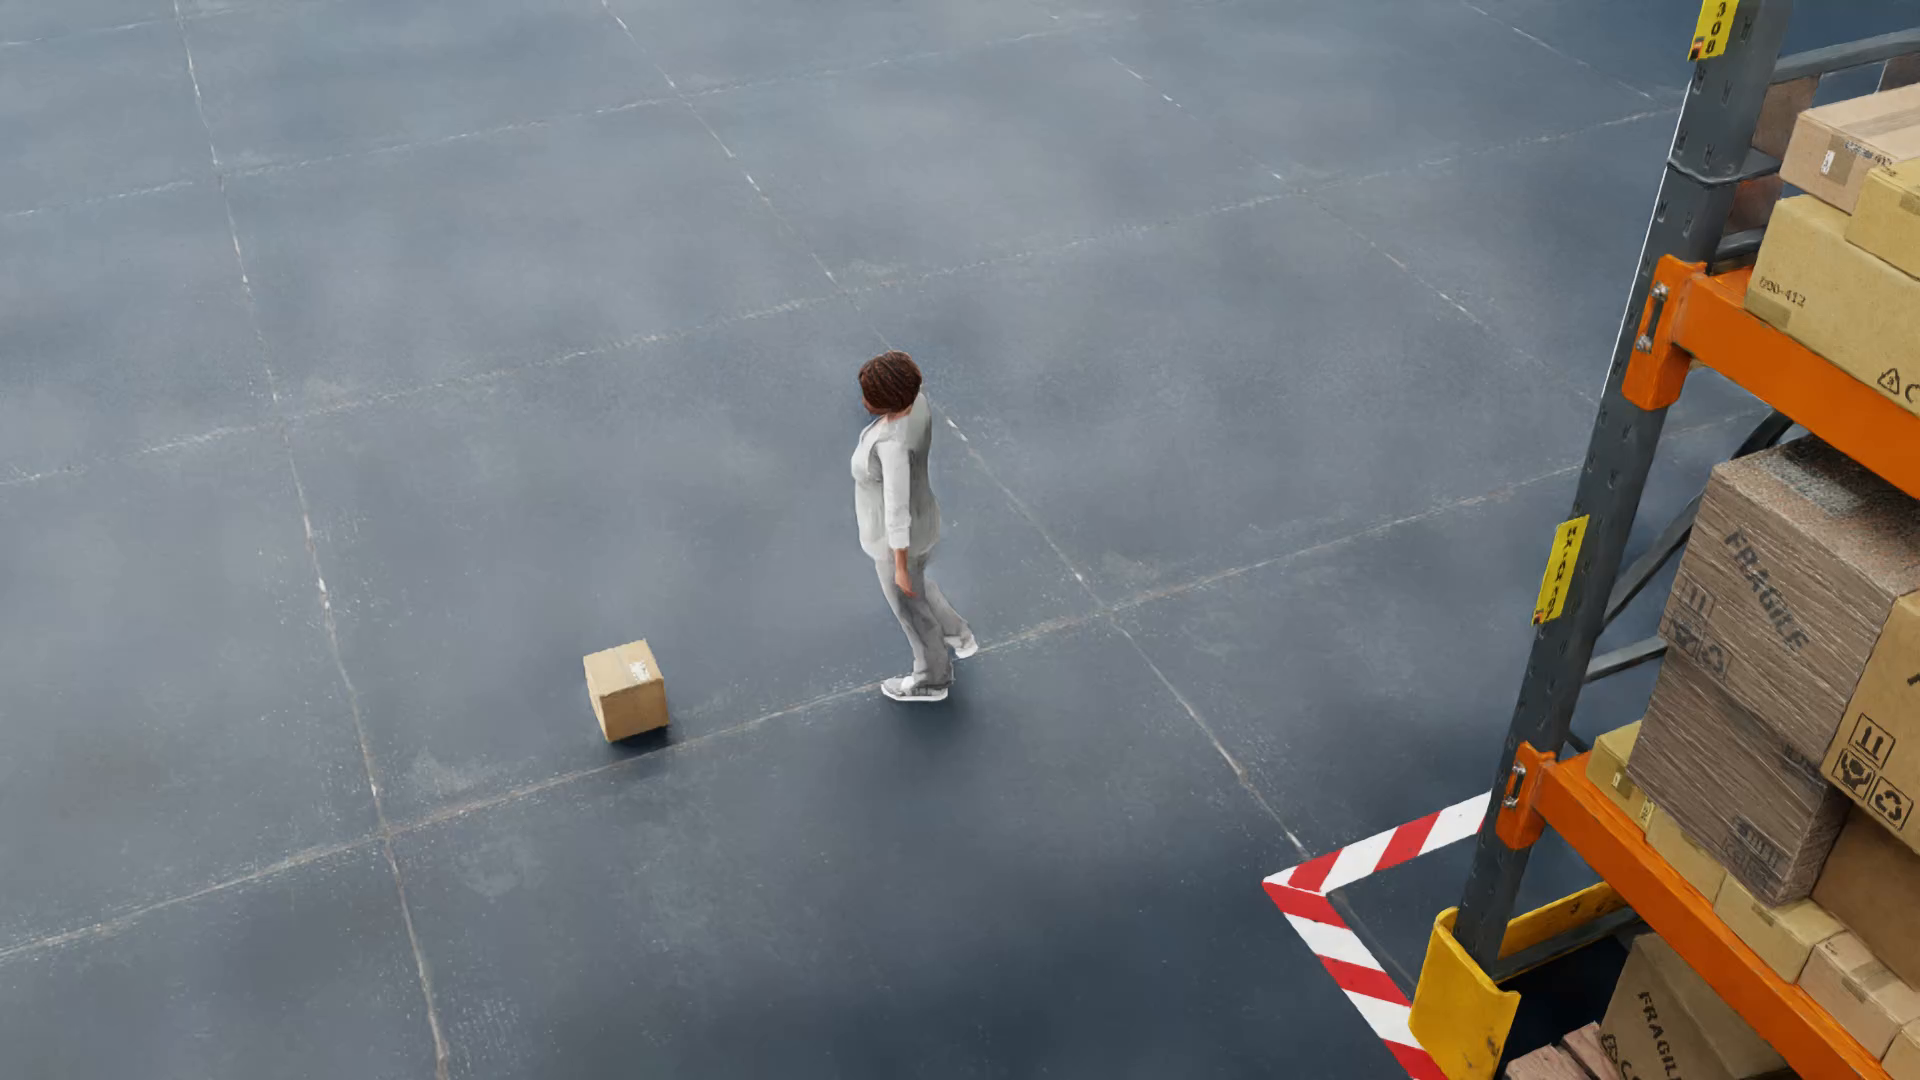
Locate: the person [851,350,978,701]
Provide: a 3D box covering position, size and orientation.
[{"bbox_3d":[-0.156,-0.045,6.192,0.419,1.589,0.578,8,38,10],"label":"person"}]
